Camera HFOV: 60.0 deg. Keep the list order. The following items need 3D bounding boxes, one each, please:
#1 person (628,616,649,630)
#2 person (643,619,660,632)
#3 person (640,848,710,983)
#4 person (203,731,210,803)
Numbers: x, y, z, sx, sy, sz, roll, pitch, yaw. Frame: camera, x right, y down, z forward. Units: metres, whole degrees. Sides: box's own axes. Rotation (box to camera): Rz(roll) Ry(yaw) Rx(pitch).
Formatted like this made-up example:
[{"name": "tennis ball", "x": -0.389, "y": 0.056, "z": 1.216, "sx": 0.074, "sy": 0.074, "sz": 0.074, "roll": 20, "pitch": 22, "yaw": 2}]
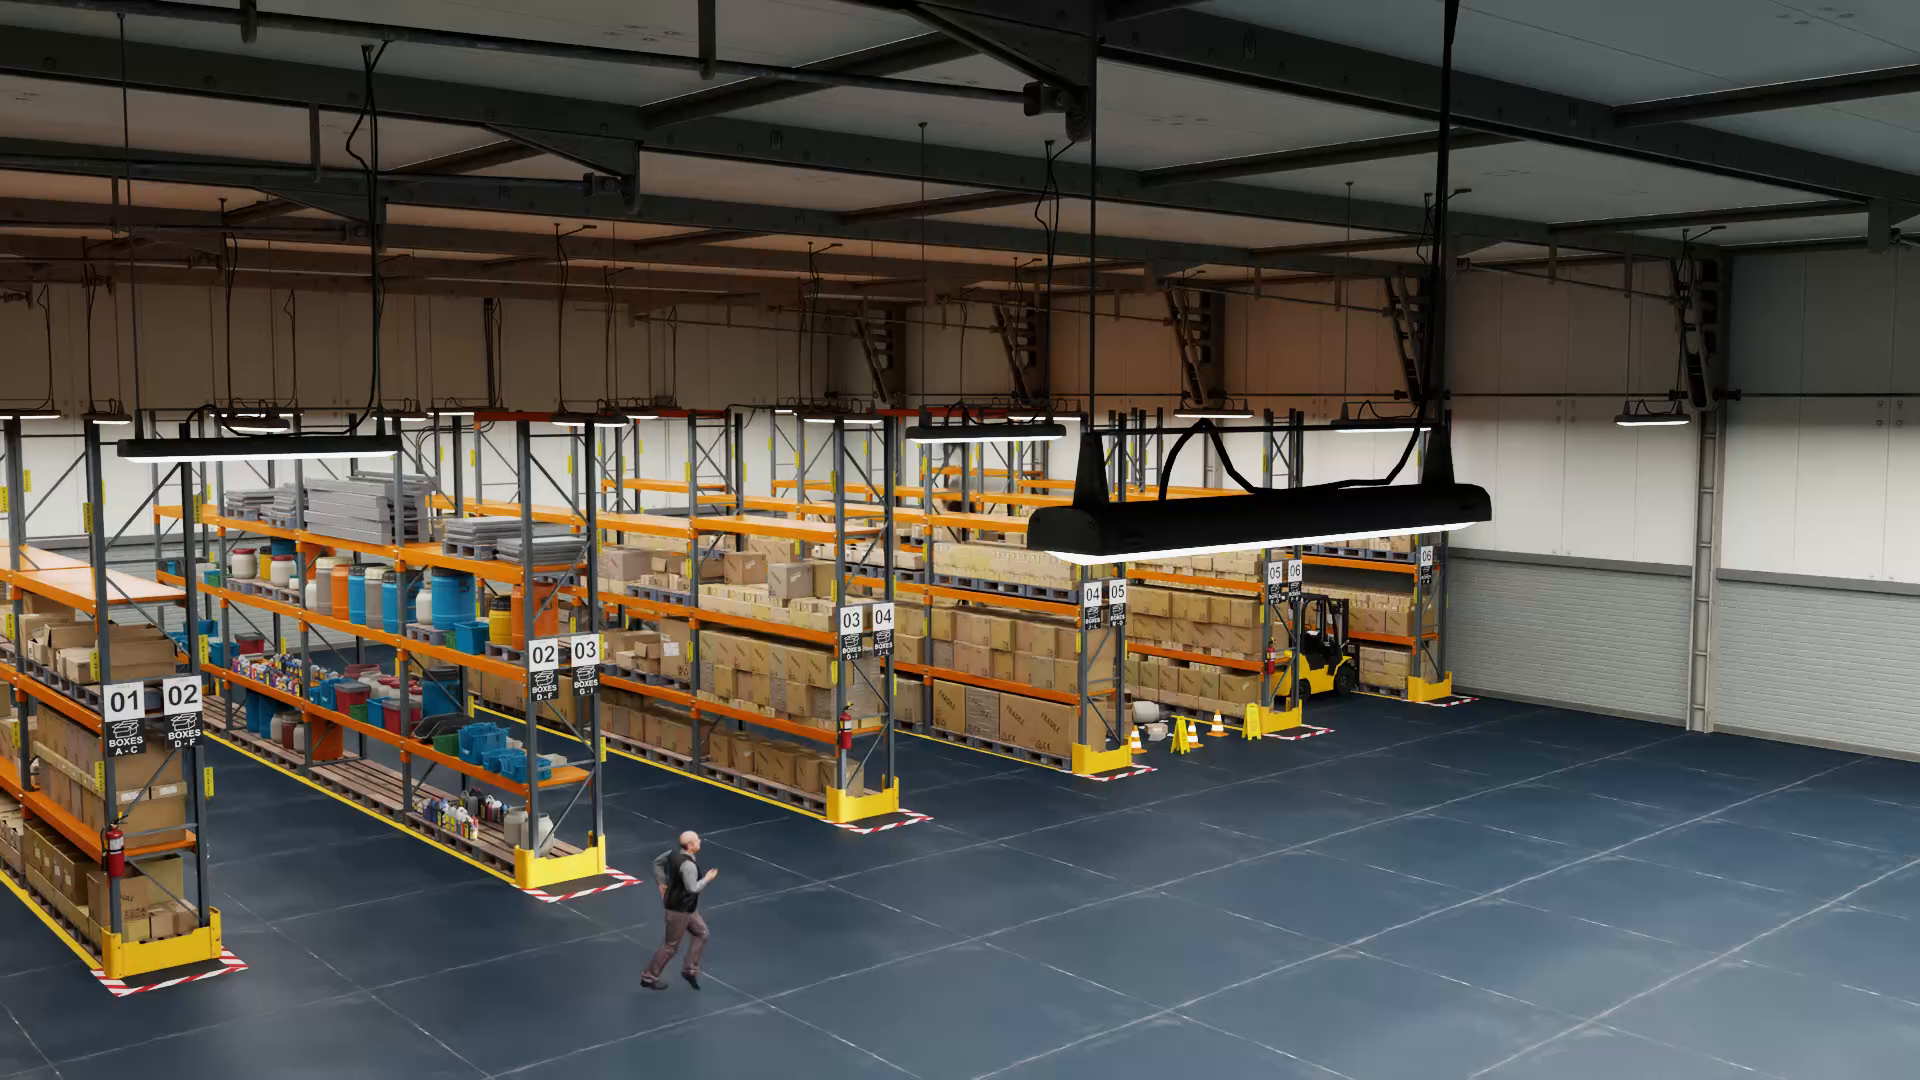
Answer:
[{"name": "person", "x": -8.098, "y": 1.835, "z": 41.582, "sx": 0.801, "sy": 1.524, "sz": 0.613, "roll": 0, "pitch": 5, "yaw": 2}, {"name": "person", "x": -7.929, "y": 1.750, "z": 42.811, "sx": 0.543, "sy": 1.660, "sz": 0.645, "roll": 4, "pitch": 7, "yaw": 40}, {"name": "person", "x": -3.005, "y": 3.944, "z": 17.532, "sx": 0.746, "sy": 1.394, "sz": 0.627, "roll": -1, "pitch": 5, "yaw": -15}, {"name": "person", "x": -12.009, "y": 3.153, "z": 25.832, "sx": 0.950, "sy": 1.780, "sz": 0.688, "roll": 4, "pitch": 6, "yaw": 36}]
